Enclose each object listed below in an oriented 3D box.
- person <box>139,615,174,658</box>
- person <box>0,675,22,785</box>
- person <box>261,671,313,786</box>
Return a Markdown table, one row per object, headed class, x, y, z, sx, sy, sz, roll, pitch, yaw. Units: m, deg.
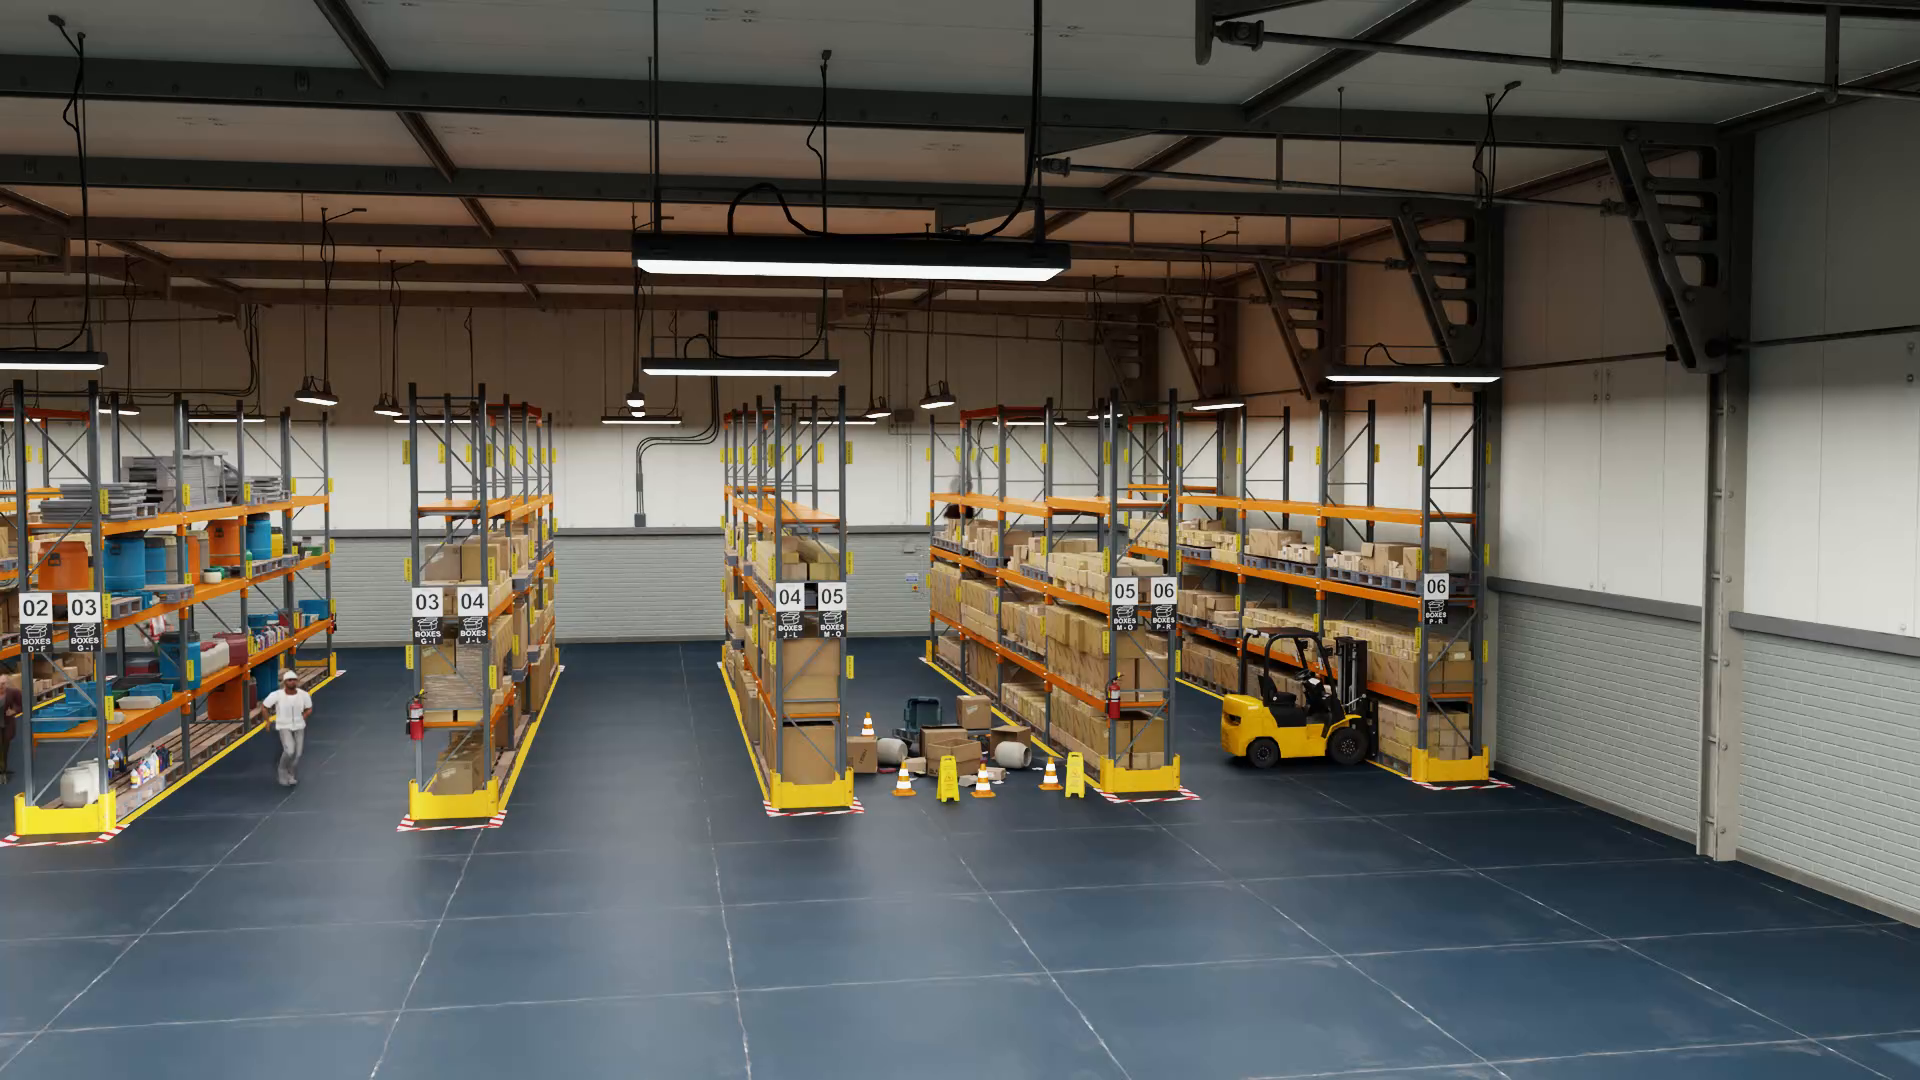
| class | x | y | z | sx | sy | sz | roll | pitch | yaw |
| --- | --- | --- | --- | --- | --- | --- | --- | --- | --- |
| person | -18.083 | 2.272 | 37.471 | 0.568 | 1.700 | 0.742 | 3 | 4 | 44 |
| person | -14.776 | 2.898 | 25.559 | 0.750 | 1.737 | 1.072 | -2 | 3 | -34 |
| person | -10.093 | 2.846 | 25.086 | 0.684 | 1.728 | 0.650 | -2 | 4 | -41 |
